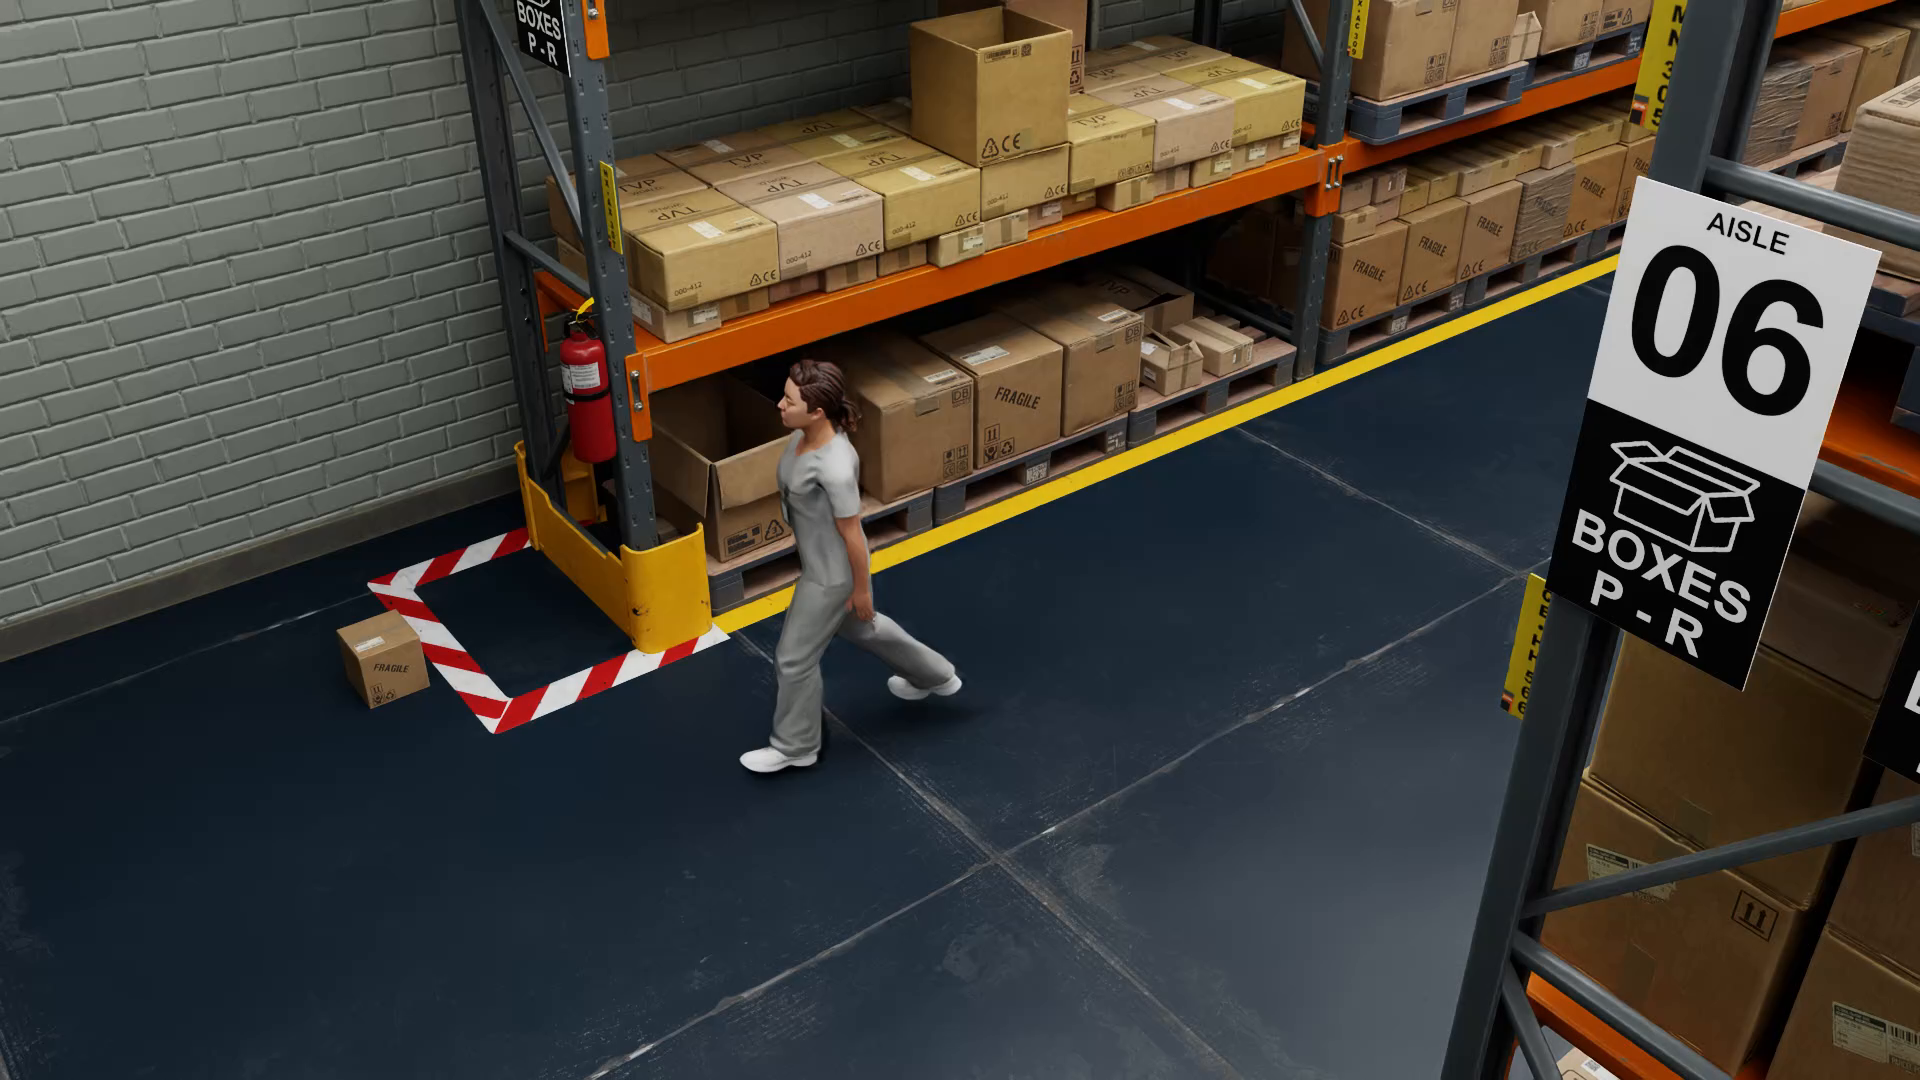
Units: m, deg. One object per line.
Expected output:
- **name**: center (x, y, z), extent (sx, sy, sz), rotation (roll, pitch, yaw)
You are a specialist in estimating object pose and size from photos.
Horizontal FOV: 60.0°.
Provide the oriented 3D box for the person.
- **person**: center (-0.418, 0.074, 6.032), extent (0.890, 1.643, 0.451), rotation (-6, 33, -10)
